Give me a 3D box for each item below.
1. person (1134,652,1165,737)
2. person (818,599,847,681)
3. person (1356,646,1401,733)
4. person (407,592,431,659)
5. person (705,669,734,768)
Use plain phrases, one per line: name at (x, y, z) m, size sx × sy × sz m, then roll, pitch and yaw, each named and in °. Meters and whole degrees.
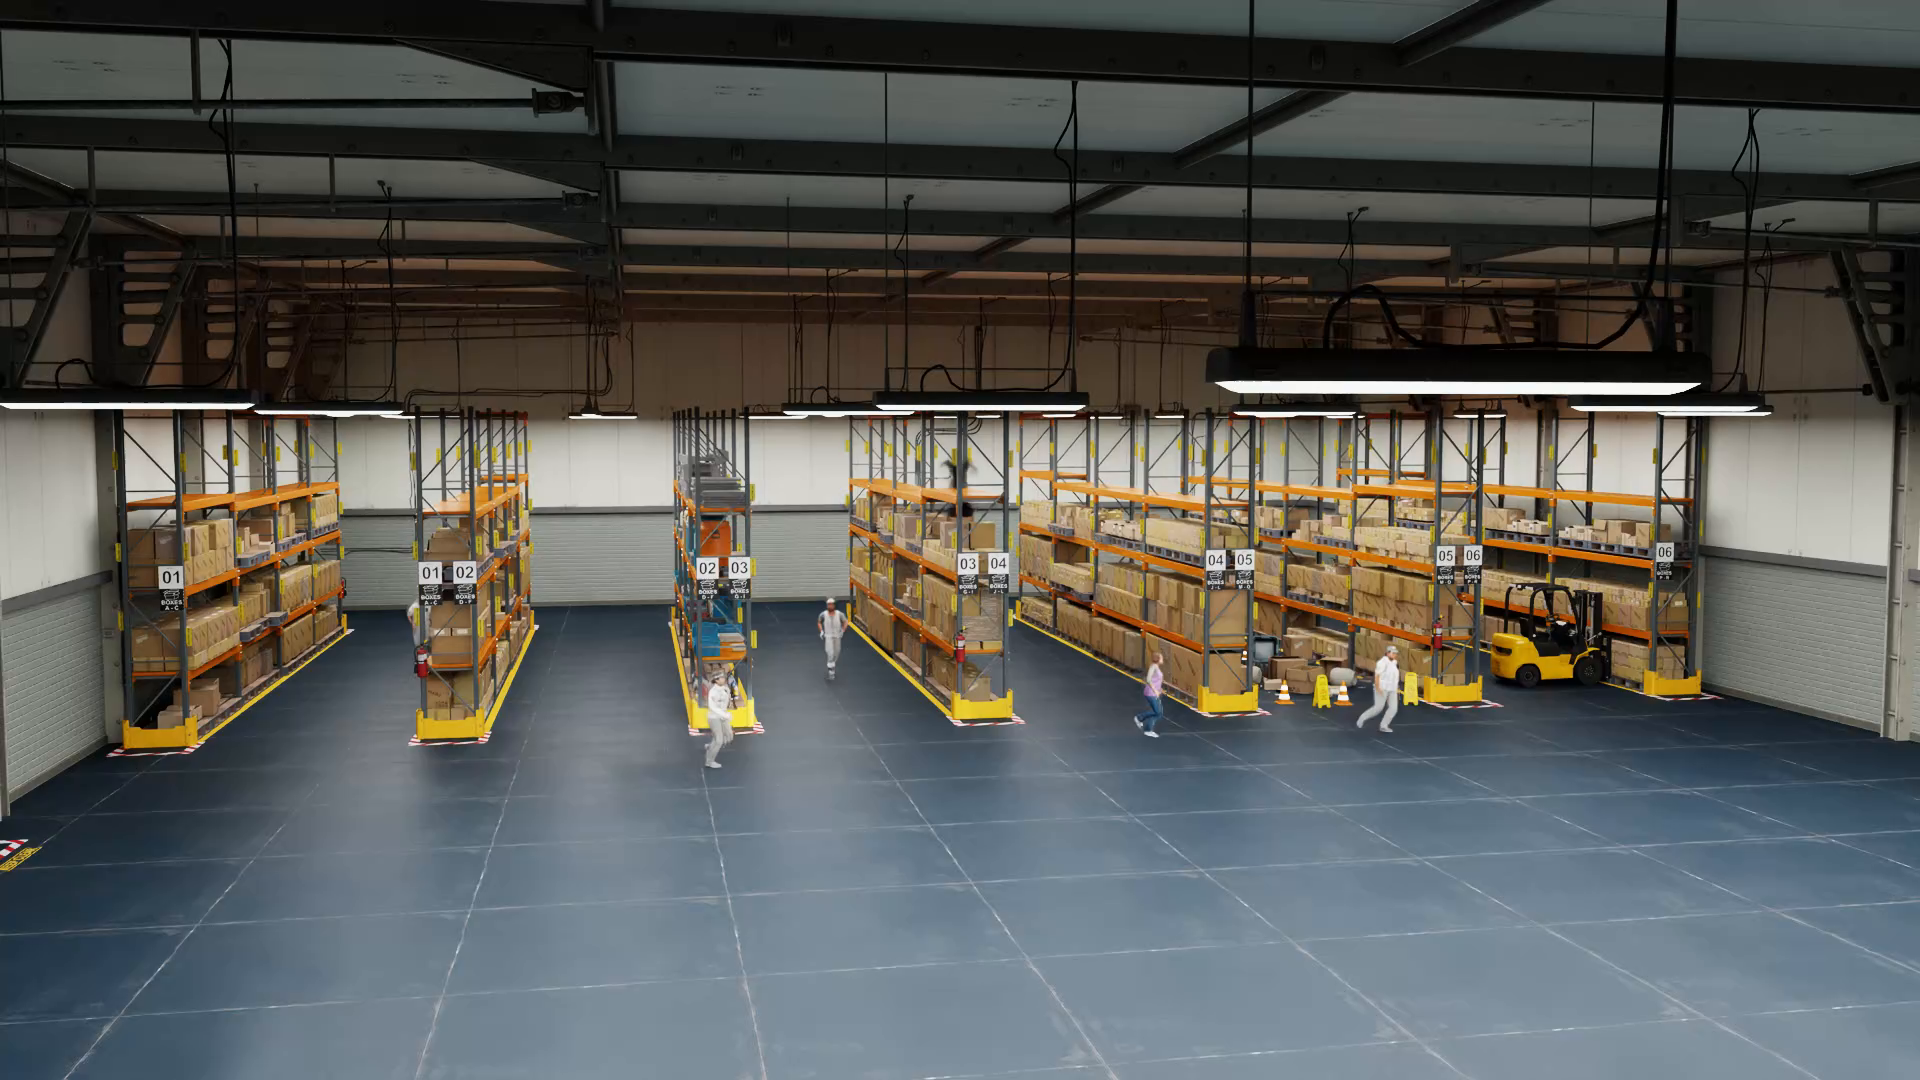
person at (3.434, 2.810, 30.308) m, size 0.541 × 1.555 × 0.535 m, roll 2°, pitch 4°, yaw 23°
person at (-2.847, 2.194, 37.138) m, size 0.658 × 1.800 × 0.833 m, roll -1°, pitch 4°, yaw -8°
person at (7.732, 2.735, 30.598) m, size 0.758 × 1.596 × 0.581 m, roll -2°, pitch 5°, yaw -27°
person at (-12.706, 2.076, 39.221) m, size 0.642 × 1.725 × 0.640 m, roll -1°, pitch 4°, yaw -9°
person at (-3.982, 2.949, 27.526) m, size 0.578 × 1.641 × 0.599 m, roll 1°, pitch 4°, yaw 14°
